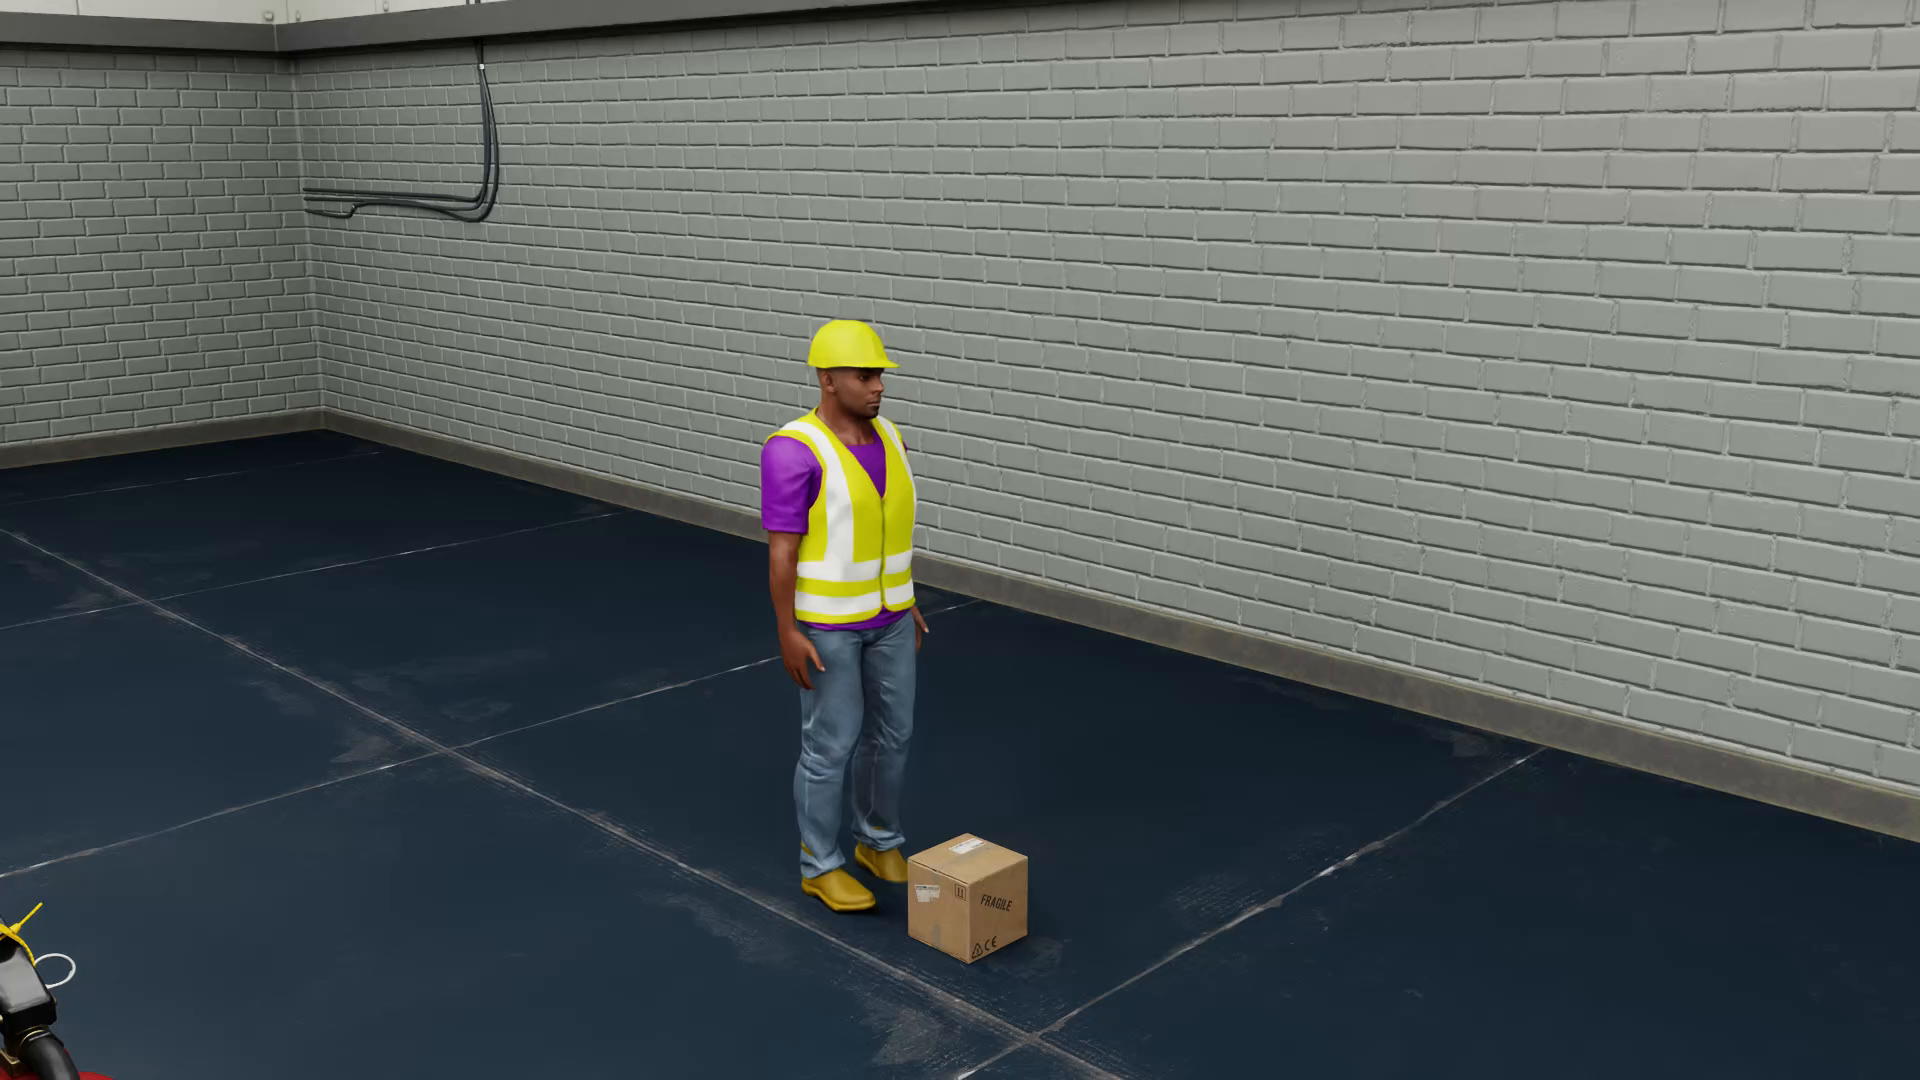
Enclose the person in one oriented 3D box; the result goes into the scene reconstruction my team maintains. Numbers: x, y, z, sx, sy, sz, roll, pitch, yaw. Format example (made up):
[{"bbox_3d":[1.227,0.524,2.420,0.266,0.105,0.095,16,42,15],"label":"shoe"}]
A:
[{"bbox_3d":[-0.321,0.251,5.005,0.367,1.815,0.575,12,18,42],"label":"person"}]
